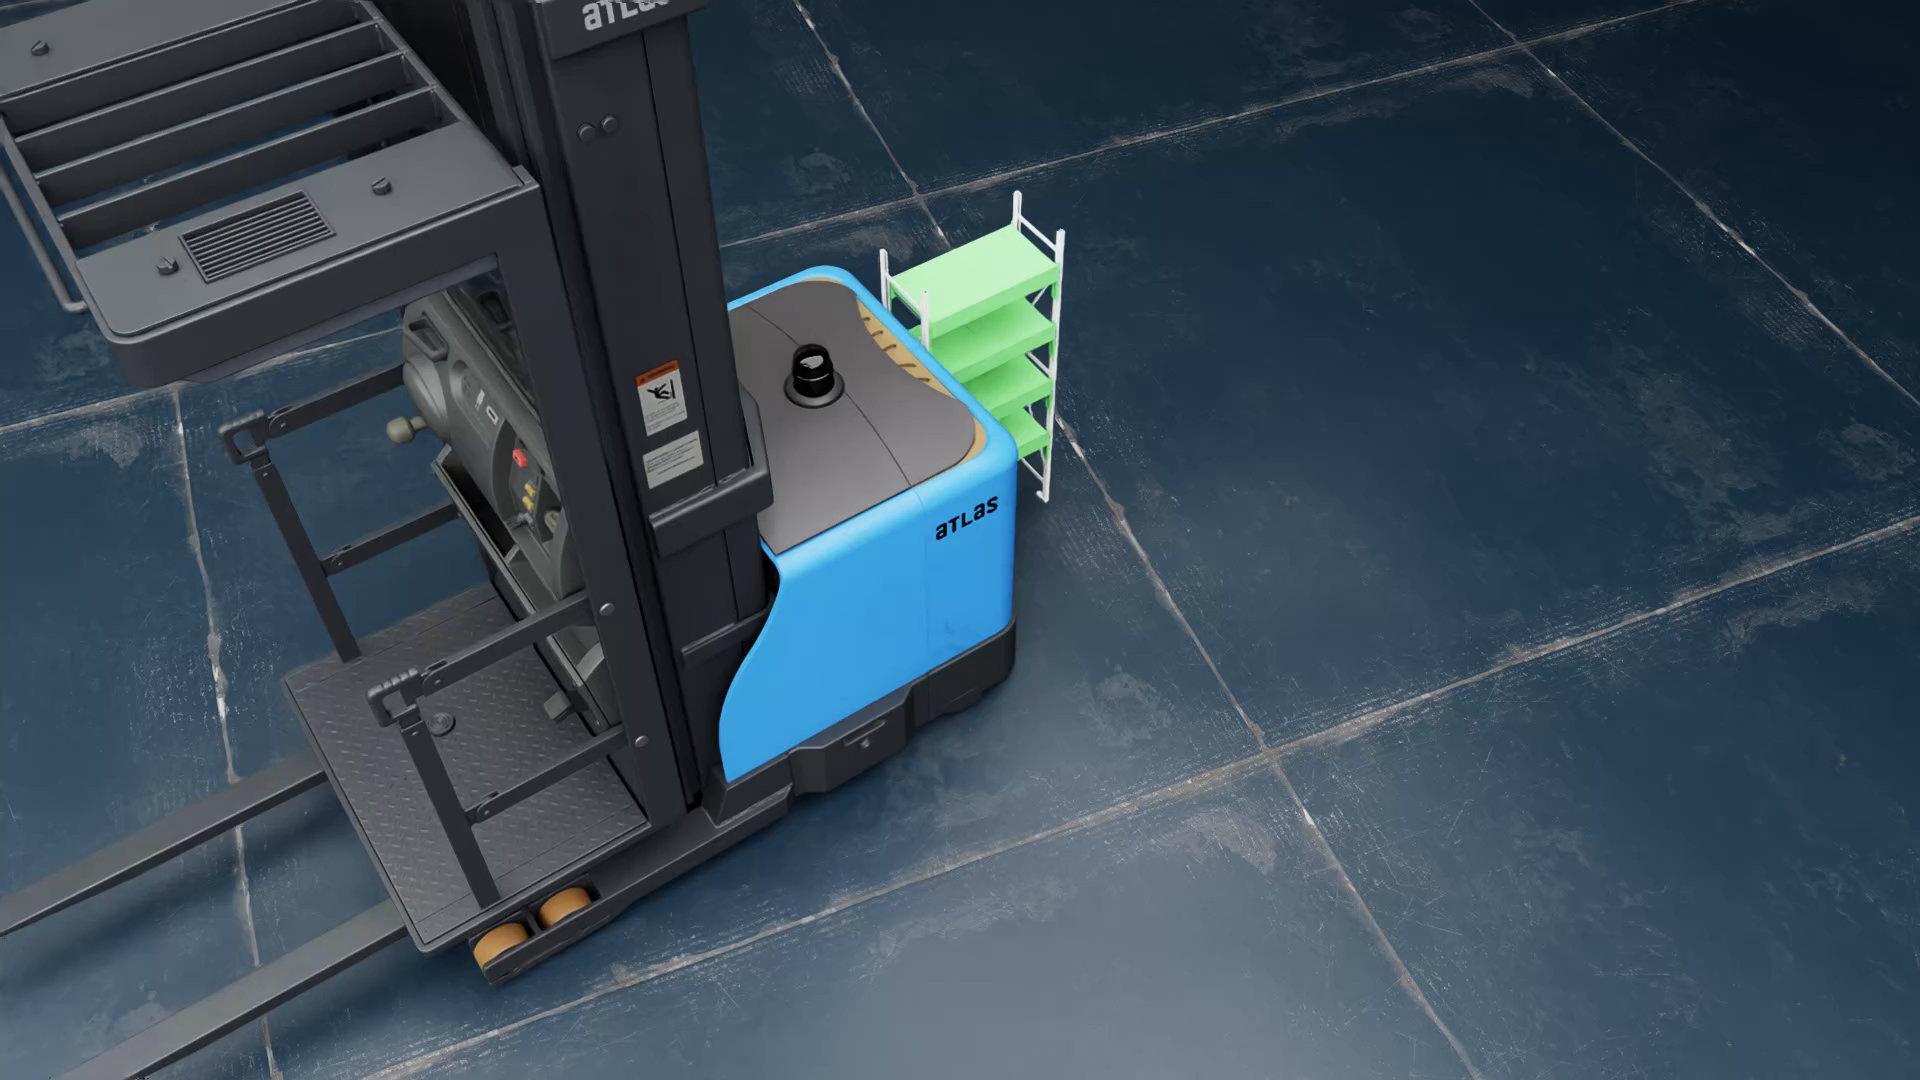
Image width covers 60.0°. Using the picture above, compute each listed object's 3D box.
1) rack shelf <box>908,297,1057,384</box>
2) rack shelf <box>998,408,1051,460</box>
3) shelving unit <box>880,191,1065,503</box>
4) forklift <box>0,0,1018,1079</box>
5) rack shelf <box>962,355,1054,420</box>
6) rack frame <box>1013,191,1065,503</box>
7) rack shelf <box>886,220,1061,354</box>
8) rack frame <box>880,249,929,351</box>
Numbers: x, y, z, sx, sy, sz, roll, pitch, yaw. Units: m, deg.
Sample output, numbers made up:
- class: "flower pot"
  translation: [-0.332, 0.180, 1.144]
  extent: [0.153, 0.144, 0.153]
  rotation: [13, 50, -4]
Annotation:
- class: "rack shelf"
  translation: [0.038, -0.610, 5.251]
  extent: [0.480, 0.148, 0.258]
  rotation: [-28, 55, -22]
- class: "rack shelf"
  translation: [0.038, -0.297, 5.615]
  extent: [0.480, 0.148, 0.258]
  rotation: [-28, 55, -22]
- class: "shelving unit"
  translation: [0.038, -0.495, 5.384]
  extent: [0.503, 1.200, 0.258]
  rotation: [-28, 55, -22]
- class: "forklift"
  translation: [-1.326, -0.181, 3.973]
  extent: [3.031, 2.935, 1.130]
  rotation: [-28, 55, -22]
- class: "rack shelf"
  translation: [0.038, -0.454, 5.433]
  extent: [0.480, 0.148, 0.258]
  rotation: [-28, 55, -22]
- class: "rack frame"
  translation: [0.239, -0.600, 5.475]
  extent: [0.015, 1.200, 0.240]
  rotation: [-28, 55, -22]
- class: "rack shelf"
  translation: [0.038, -0.766, 5.069]
  extent: [0.480, 0.148, 0.258]
  rotation: [-28, 55, -22]
- class: "rack frame"
  translation: [-0.163, -0.390, 5.294]
  extent: [0.015, 1.200, 0.240]
  rotation: [-28, 55, -22]
